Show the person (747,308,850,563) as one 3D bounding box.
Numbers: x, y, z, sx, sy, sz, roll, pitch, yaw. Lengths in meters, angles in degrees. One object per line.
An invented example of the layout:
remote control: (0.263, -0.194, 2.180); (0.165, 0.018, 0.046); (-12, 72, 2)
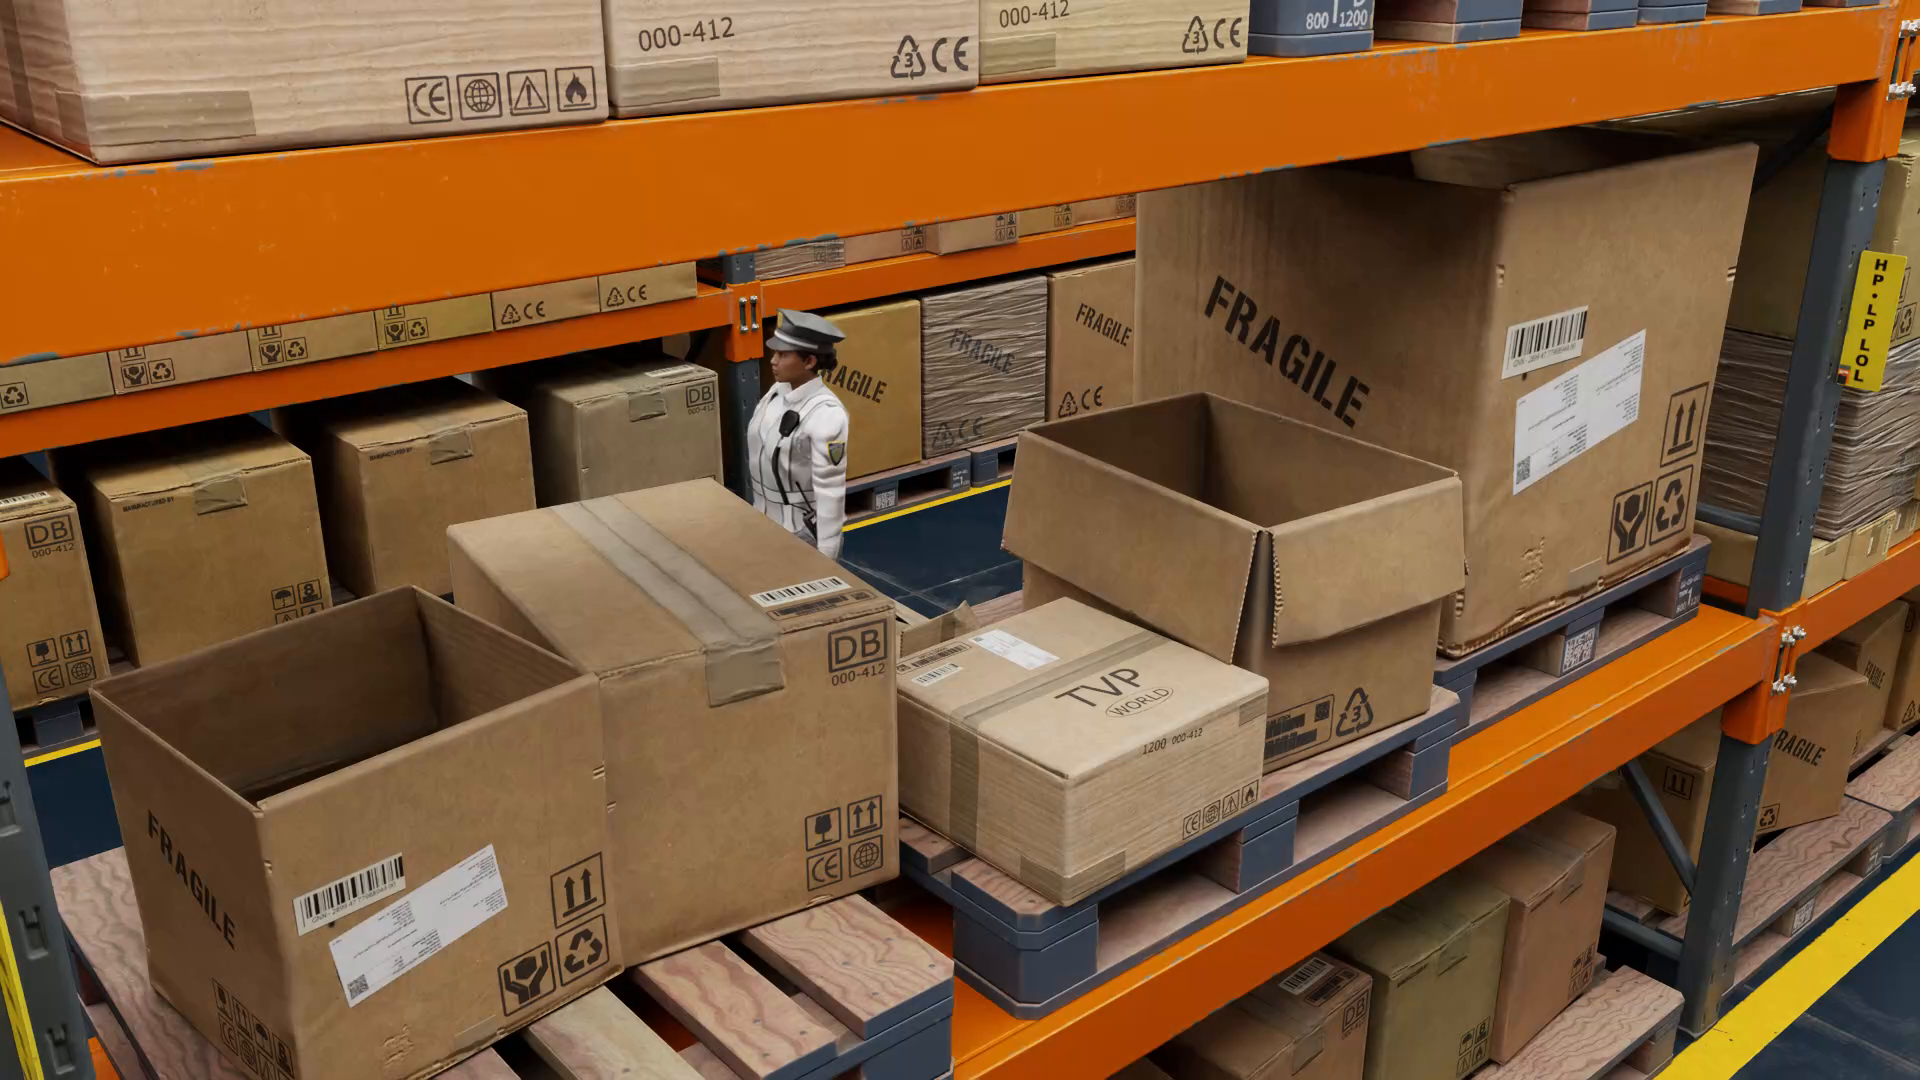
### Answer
person: (-0.582, -0.008, 6.059); (0.350, 1.710, 0.521); (-15, 25, -33)
